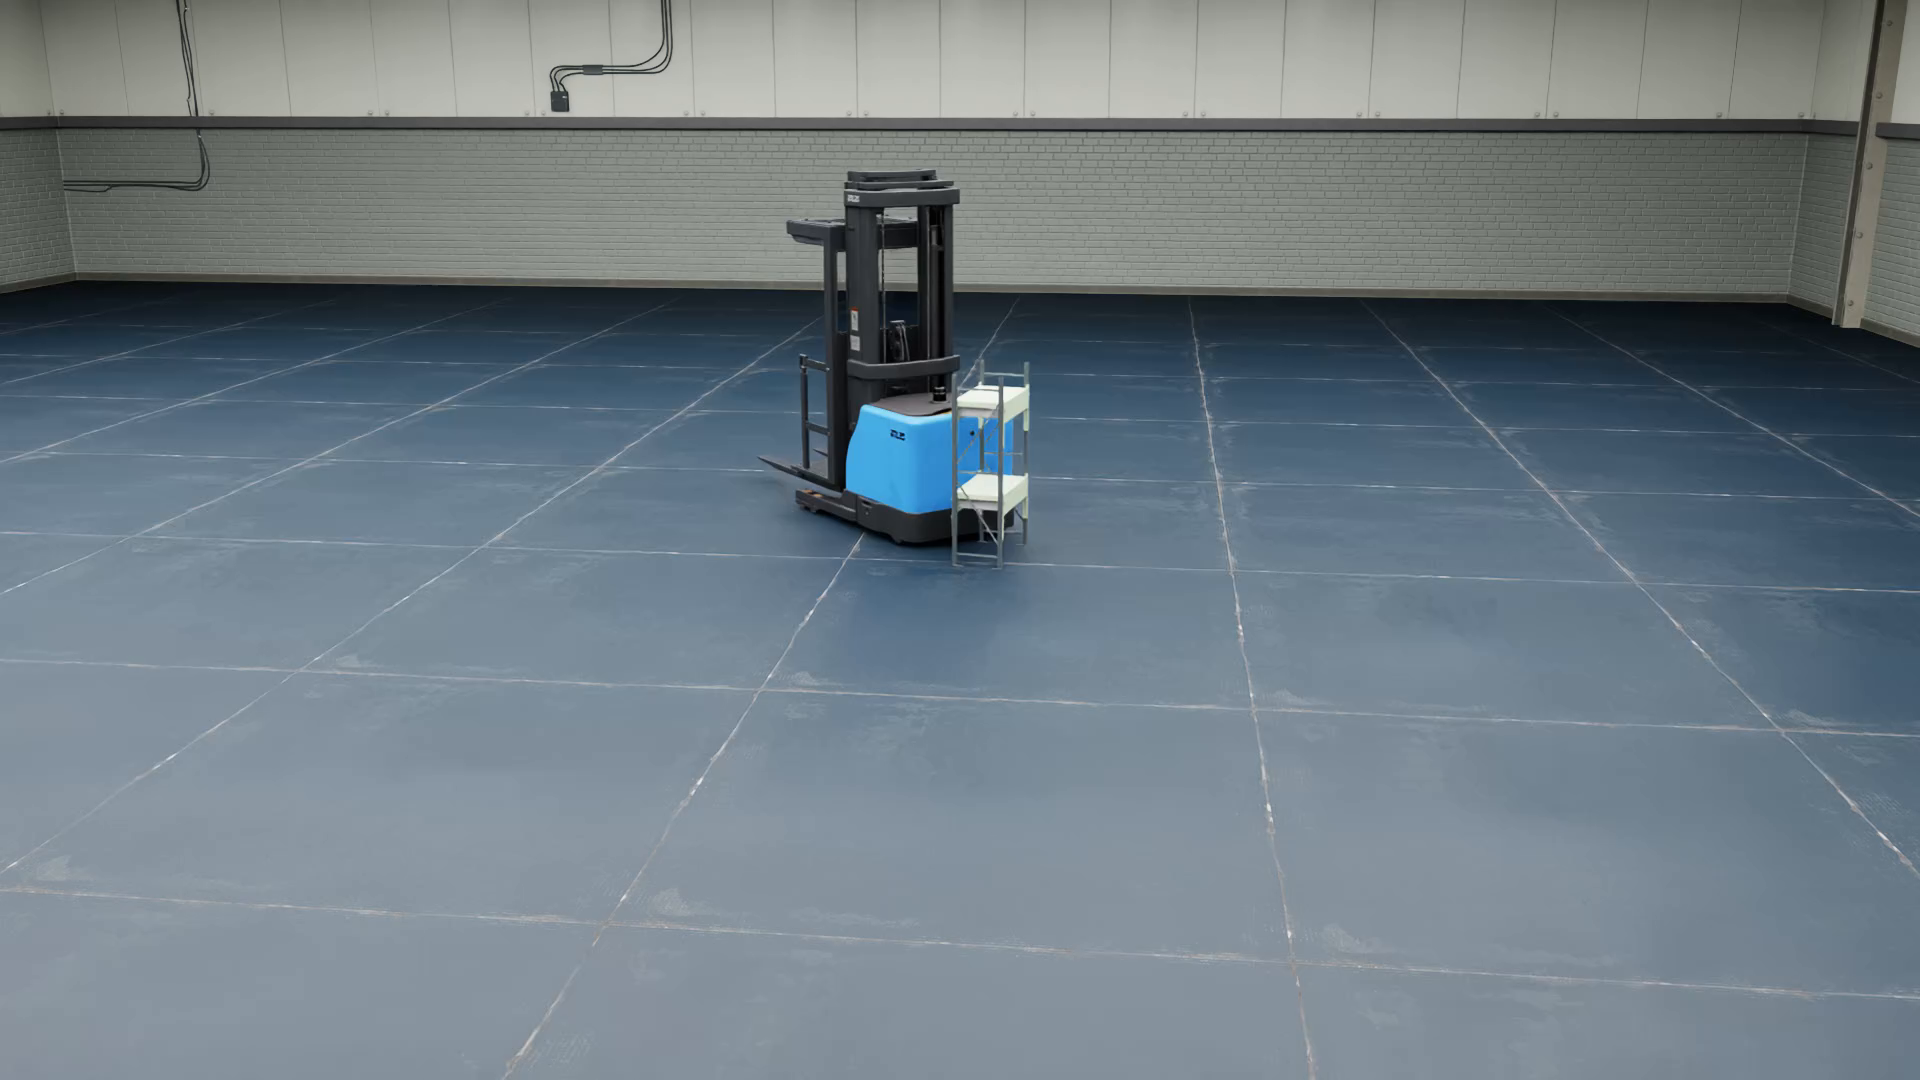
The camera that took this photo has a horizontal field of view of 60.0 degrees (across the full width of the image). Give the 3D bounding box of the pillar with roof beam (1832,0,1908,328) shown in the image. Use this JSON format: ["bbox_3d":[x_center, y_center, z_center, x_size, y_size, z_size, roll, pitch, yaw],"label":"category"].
[{"bbox_3d":[9.626,-7.827,25.367,9.100,9.000,0.400,2,15,6],"label":"pillar with roof beam"}]

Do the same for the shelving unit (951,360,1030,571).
[{"bbox_3d":[0.242,-0.596,12.993,0.431,1.500,0.755,5,16,17],"label":"shelving unit"}]

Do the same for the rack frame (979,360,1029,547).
[{"bbox_3d":[0.351,-0.687,13.330,0.400,1.500,0.023,5,16,17],"label":"rack frame"}]

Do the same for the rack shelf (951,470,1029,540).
[{"bbox_3d":[0.242,-0.281,13.078,0.431,0.370,0.720,5,16,17],"label":"rack shelf"}]

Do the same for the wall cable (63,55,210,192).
[{"bbox_3d":[-15.749,-7.854,31.416,3.097,2.526,0.112,2,15,6],"label":"wall cable"}]

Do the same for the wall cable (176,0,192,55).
[{"bbox_3d":[-13.061,-10.212,30.463,3.097,2.526,0.112,2,15,6],"label":"wall cable"}]

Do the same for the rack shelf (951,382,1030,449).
[{"bbox_3d":[0.242,-0.973,12.891,0.431,0.370,0.720,5,16,17],"label":"rack shelf"}]

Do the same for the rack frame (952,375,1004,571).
[{"bbox_3d":[0.133,-0.505,12.656,0.400,1.500,0.023,5,16,17],"label":"rack frame"}]

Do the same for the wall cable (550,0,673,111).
[{"bbox_3d":[-6.318,-10.711,29.518,2.305,6.003,0.169,2,15,6],"label":"wall cable"}]

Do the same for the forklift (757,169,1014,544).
[{"bbox_3d":[-0.794,-1.715,14.390,1.130,2.935,3.031,-10,18,-33],"label":"forklift"}]
